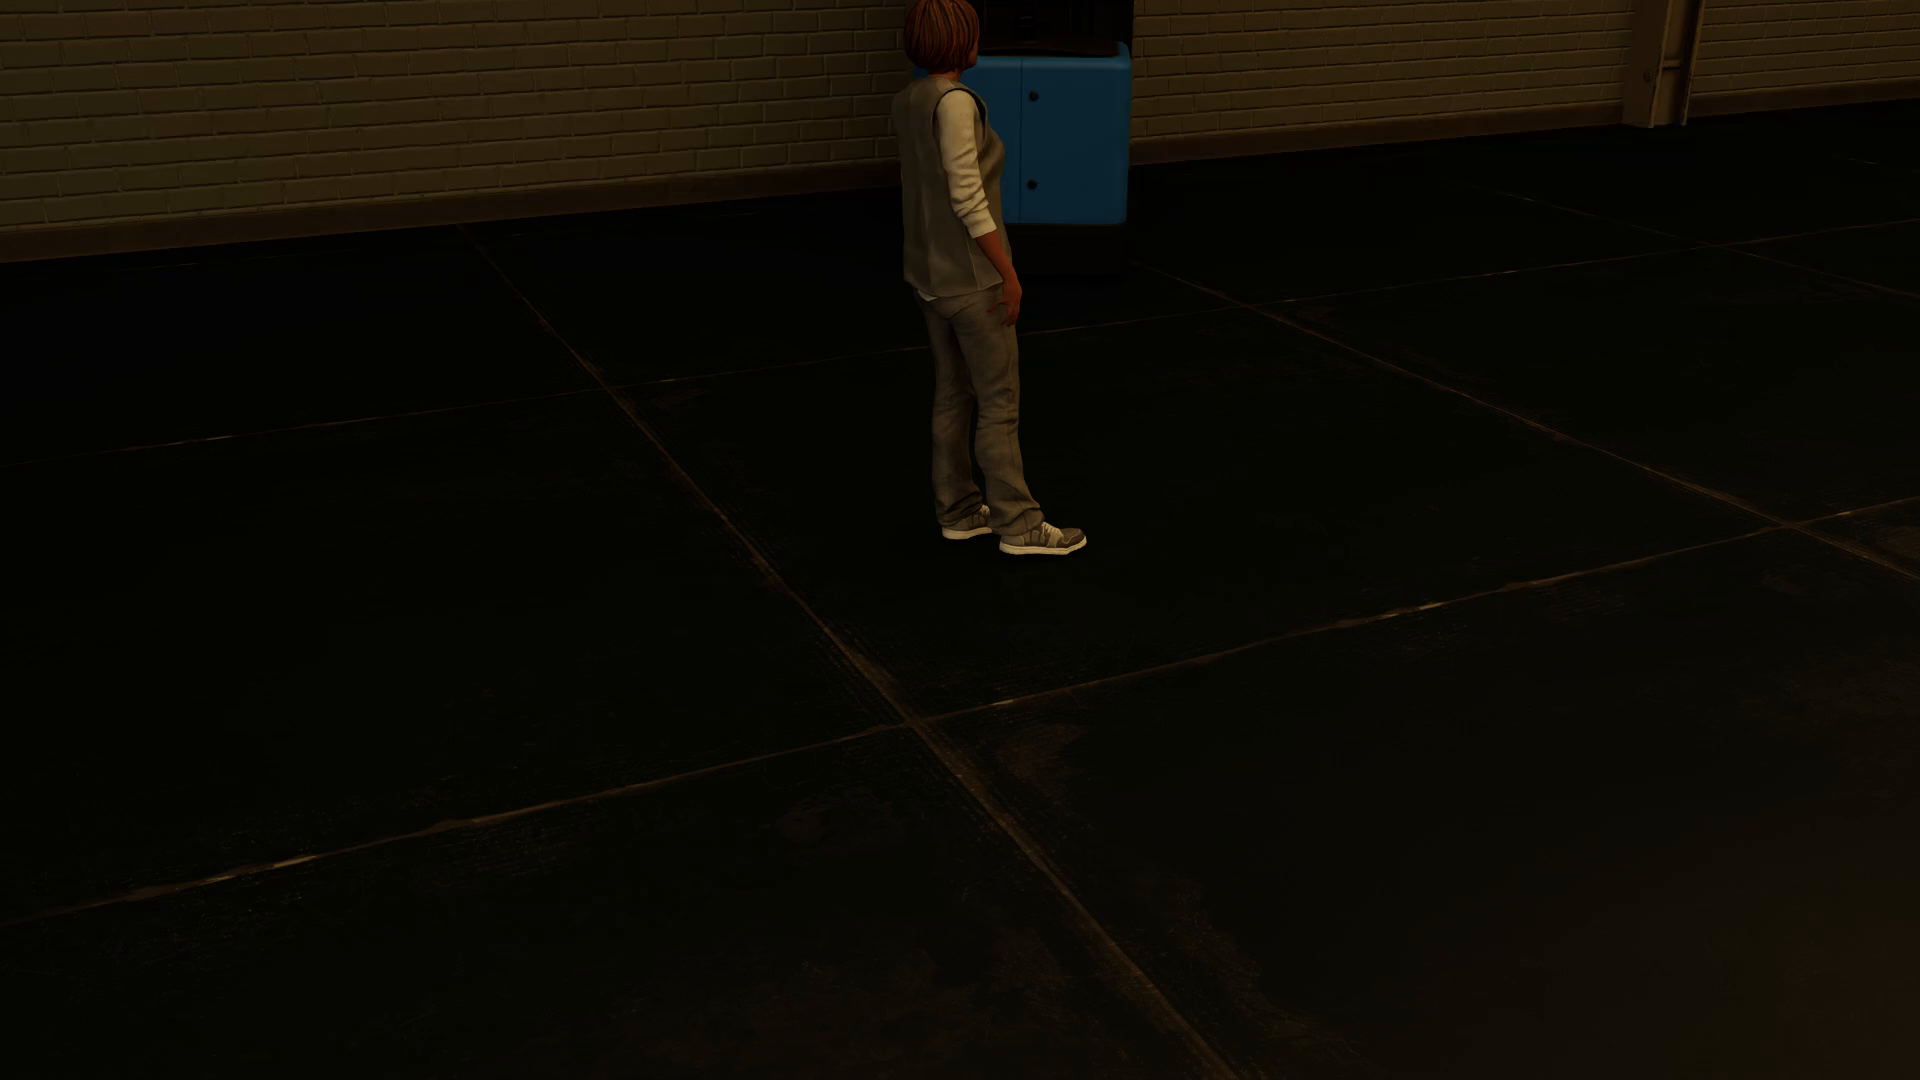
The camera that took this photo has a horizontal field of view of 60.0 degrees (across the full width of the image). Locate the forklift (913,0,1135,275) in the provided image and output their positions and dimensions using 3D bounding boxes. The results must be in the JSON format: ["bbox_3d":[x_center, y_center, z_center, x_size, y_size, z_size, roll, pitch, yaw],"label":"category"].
[{"bbox_3d":[0.385,-3.147,8.860,1.130,2.935,3.031,1,23,4],"label":"forklift"}]

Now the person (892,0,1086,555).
[{"bbox_3d":[0.073,-0.751,4.816,0.473,1.599,0.521,-10,25,-23],"label":"person"}]
